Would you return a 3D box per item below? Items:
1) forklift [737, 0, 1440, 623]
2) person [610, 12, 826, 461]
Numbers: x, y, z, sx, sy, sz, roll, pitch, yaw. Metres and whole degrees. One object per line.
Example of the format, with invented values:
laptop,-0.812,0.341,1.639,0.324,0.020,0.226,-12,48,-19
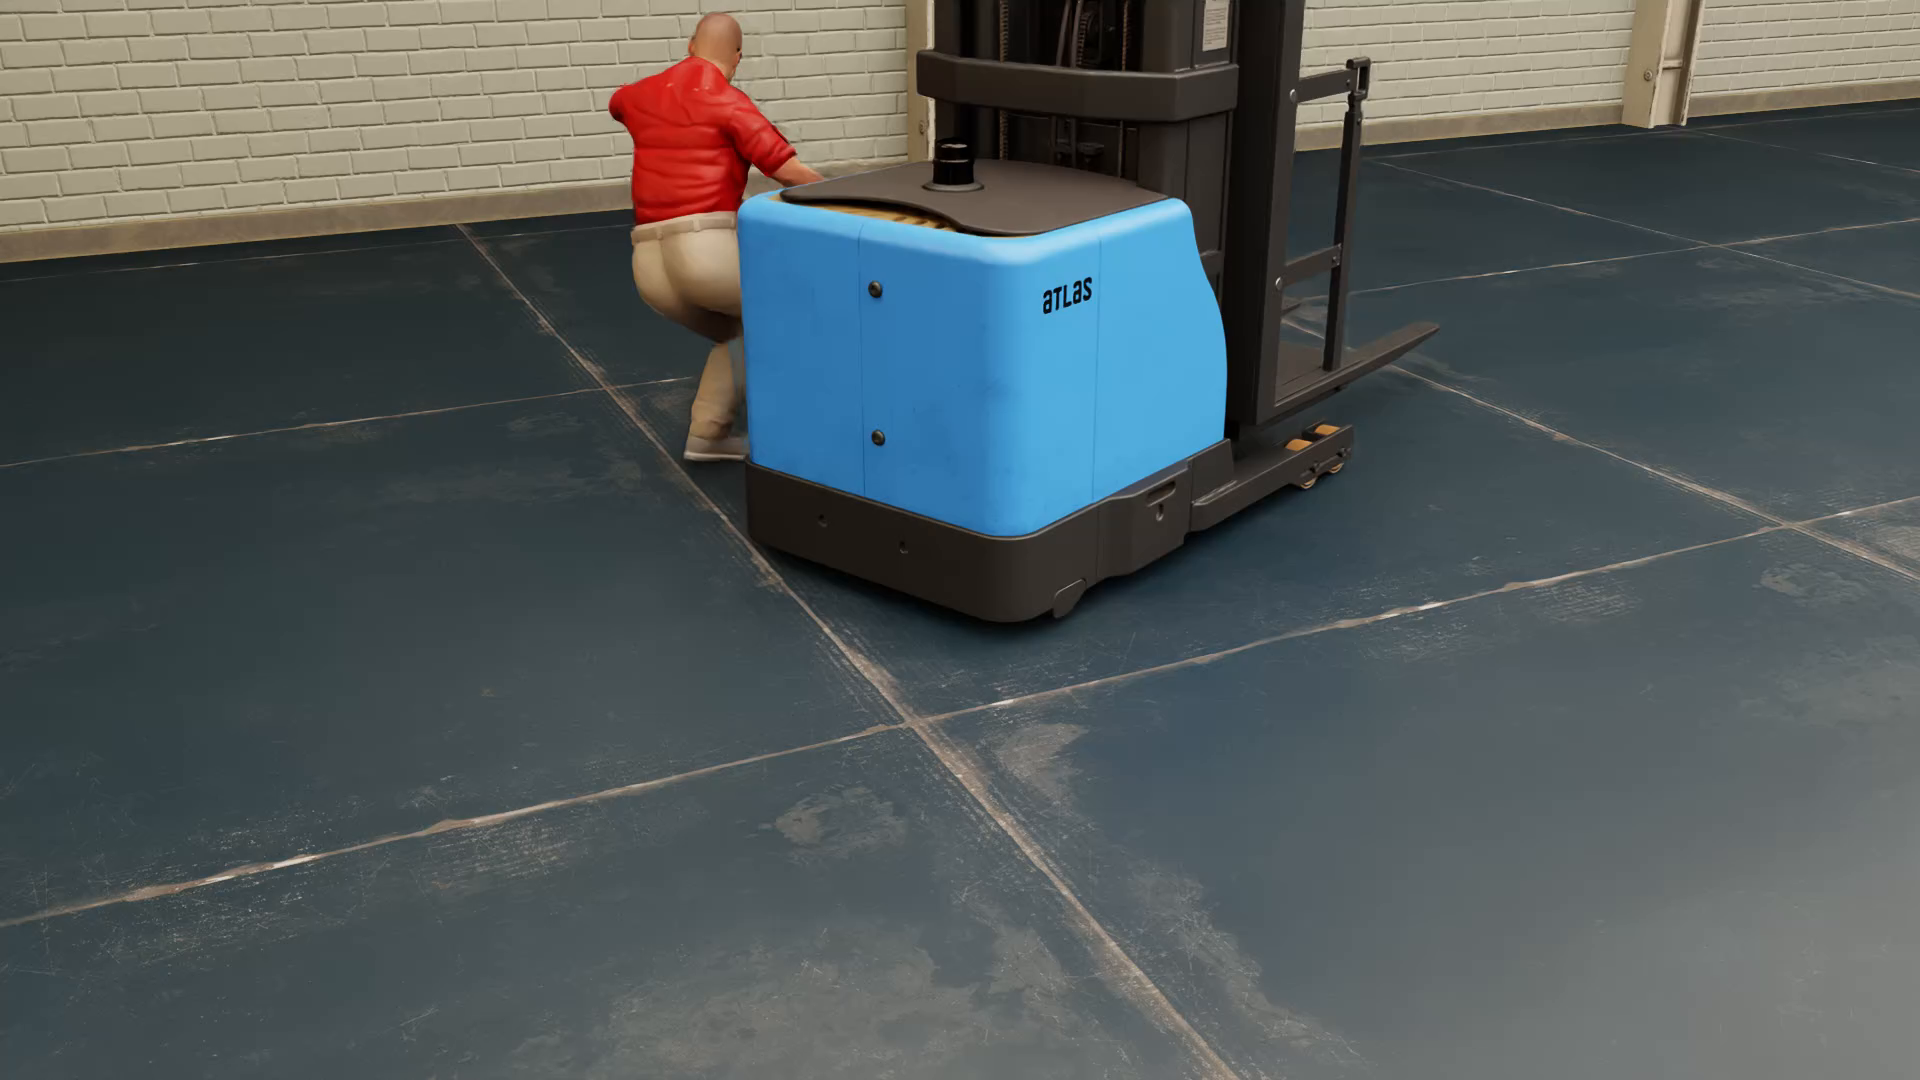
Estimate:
forklift,0.686,-1.629,5.207,1.130,2.935,3.031,17,28,36
person,-0.668,-1.010,5.640,1.441,1.478,0.852,13,26,28
